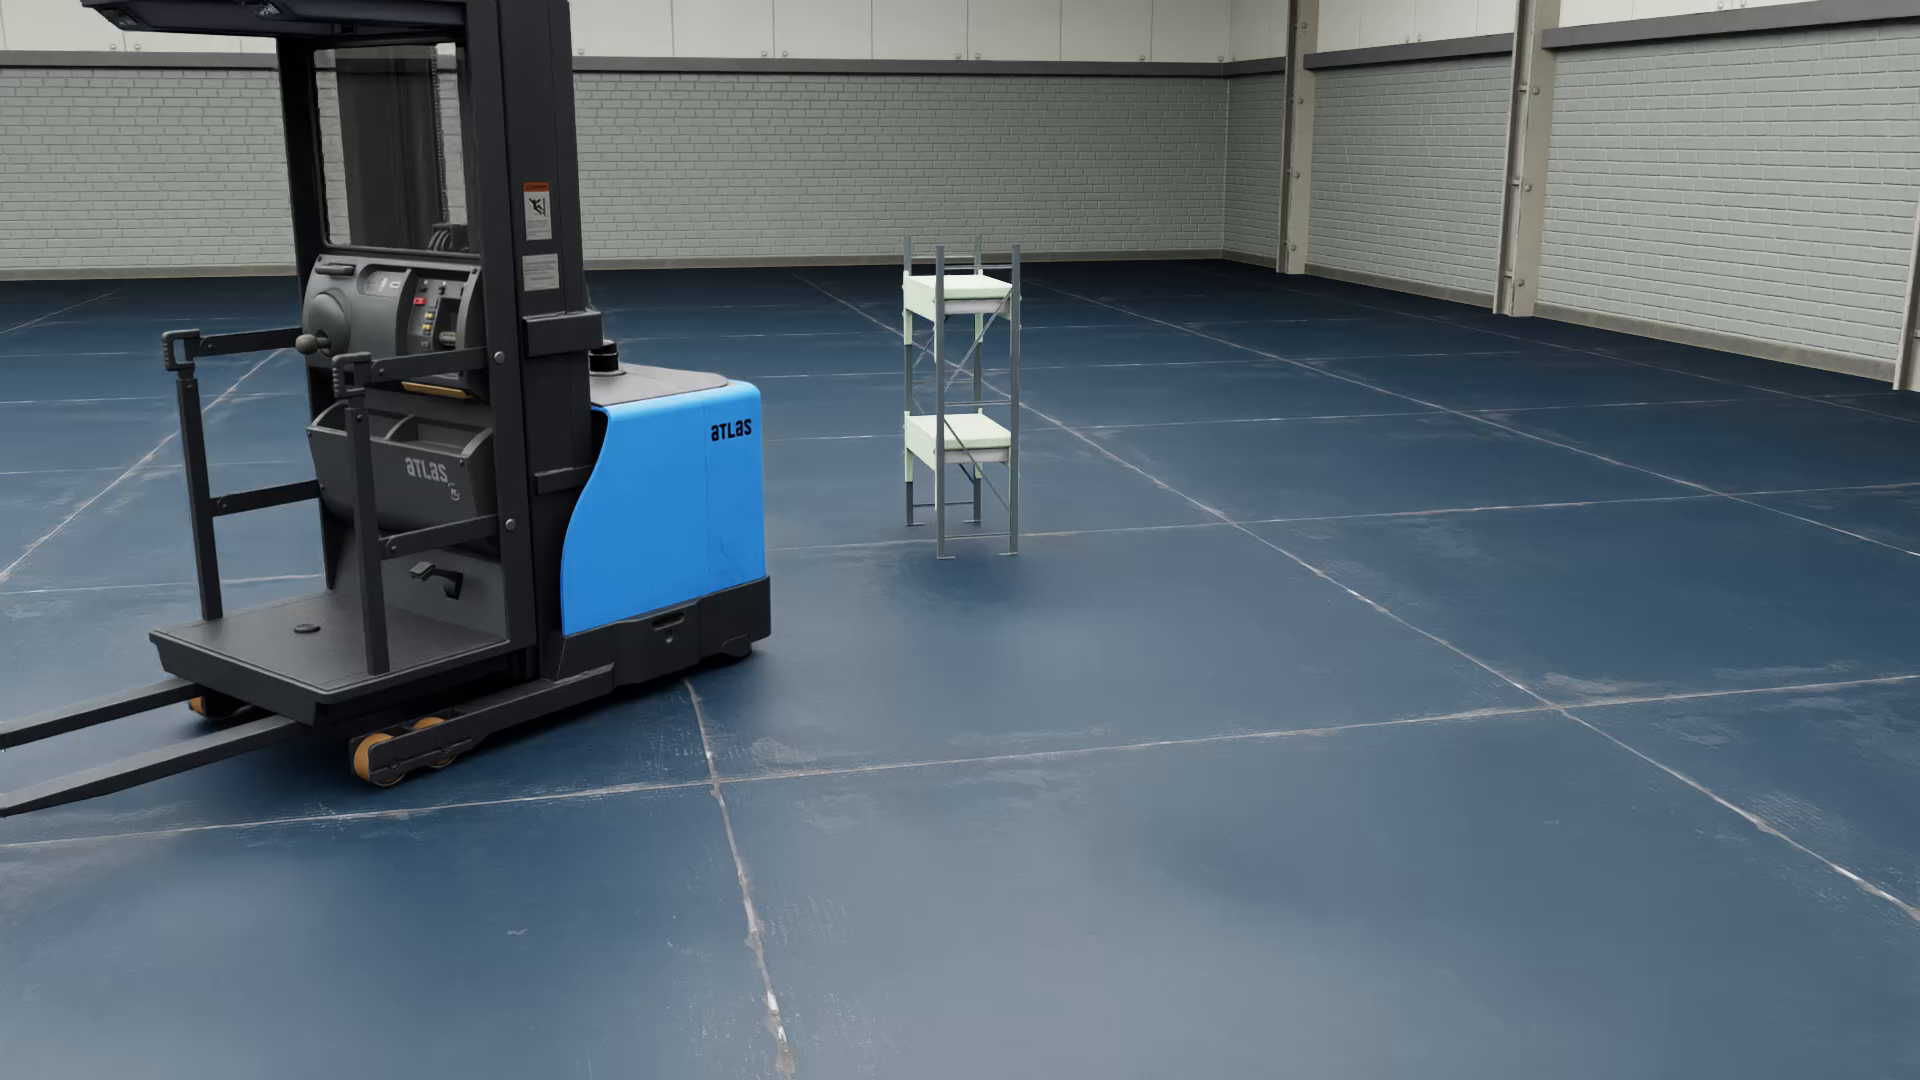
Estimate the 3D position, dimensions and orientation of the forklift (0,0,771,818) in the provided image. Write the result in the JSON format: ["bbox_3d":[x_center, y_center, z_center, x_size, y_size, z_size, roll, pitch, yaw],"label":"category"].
[{"bbox_3d":[-2.047,-0.778,5.435,1.130,2.935,3.031,10,17,36],"label":"forklift"}]

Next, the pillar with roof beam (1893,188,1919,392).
[{"bbox_3d":[3.531,-5.314,11.215,9.100,9.000,0.400,-3,14,-13],"label":"pillar with roof beam"}]

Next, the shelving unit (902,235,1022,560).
[{"bbox_3d":[-0.002,-0.730,8.255,0.431,1.500,0.755,-3,14,-13],"label":"shelving unit"}]

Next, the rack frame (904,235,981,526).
[{"bbox_3d":[-0.088,-0.815,8.601,0.400,1.500,0.023,-3,14,-13],"label":"rack frame"}]

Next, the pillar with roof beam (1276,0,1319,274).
[{"bbox_3d":[0.713,-8.082,22.547,9.100,9.000,0.400,-3,14,-13],"label":"pillar with roof beam"}]

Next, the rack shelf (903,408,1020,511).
[{"bbox_3d":[-0.002,-0.413,8.333,0.431,0.370,0.720,-3,14,-13],"label":"rack shelf"}]

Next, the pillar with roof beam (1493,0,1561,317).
[{"bbox_3d":[2.122,-6.698,16.881,9.100,9.000,0.400,-3,14,-13],"label":"pillar with roof beam"}]

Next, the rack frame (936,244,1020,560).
[{"bbox_3d":[0.084,-0.646,7.910,0.400,1.500,0.023,-3,14,-13],"label":"rack frame"}]

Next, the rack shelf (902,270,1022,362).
[{"bbox_3d":[-0.002,-1.109,8.163,0.431,0.370,0.720,-3,14,-13],"label":"rack shelf"}]
